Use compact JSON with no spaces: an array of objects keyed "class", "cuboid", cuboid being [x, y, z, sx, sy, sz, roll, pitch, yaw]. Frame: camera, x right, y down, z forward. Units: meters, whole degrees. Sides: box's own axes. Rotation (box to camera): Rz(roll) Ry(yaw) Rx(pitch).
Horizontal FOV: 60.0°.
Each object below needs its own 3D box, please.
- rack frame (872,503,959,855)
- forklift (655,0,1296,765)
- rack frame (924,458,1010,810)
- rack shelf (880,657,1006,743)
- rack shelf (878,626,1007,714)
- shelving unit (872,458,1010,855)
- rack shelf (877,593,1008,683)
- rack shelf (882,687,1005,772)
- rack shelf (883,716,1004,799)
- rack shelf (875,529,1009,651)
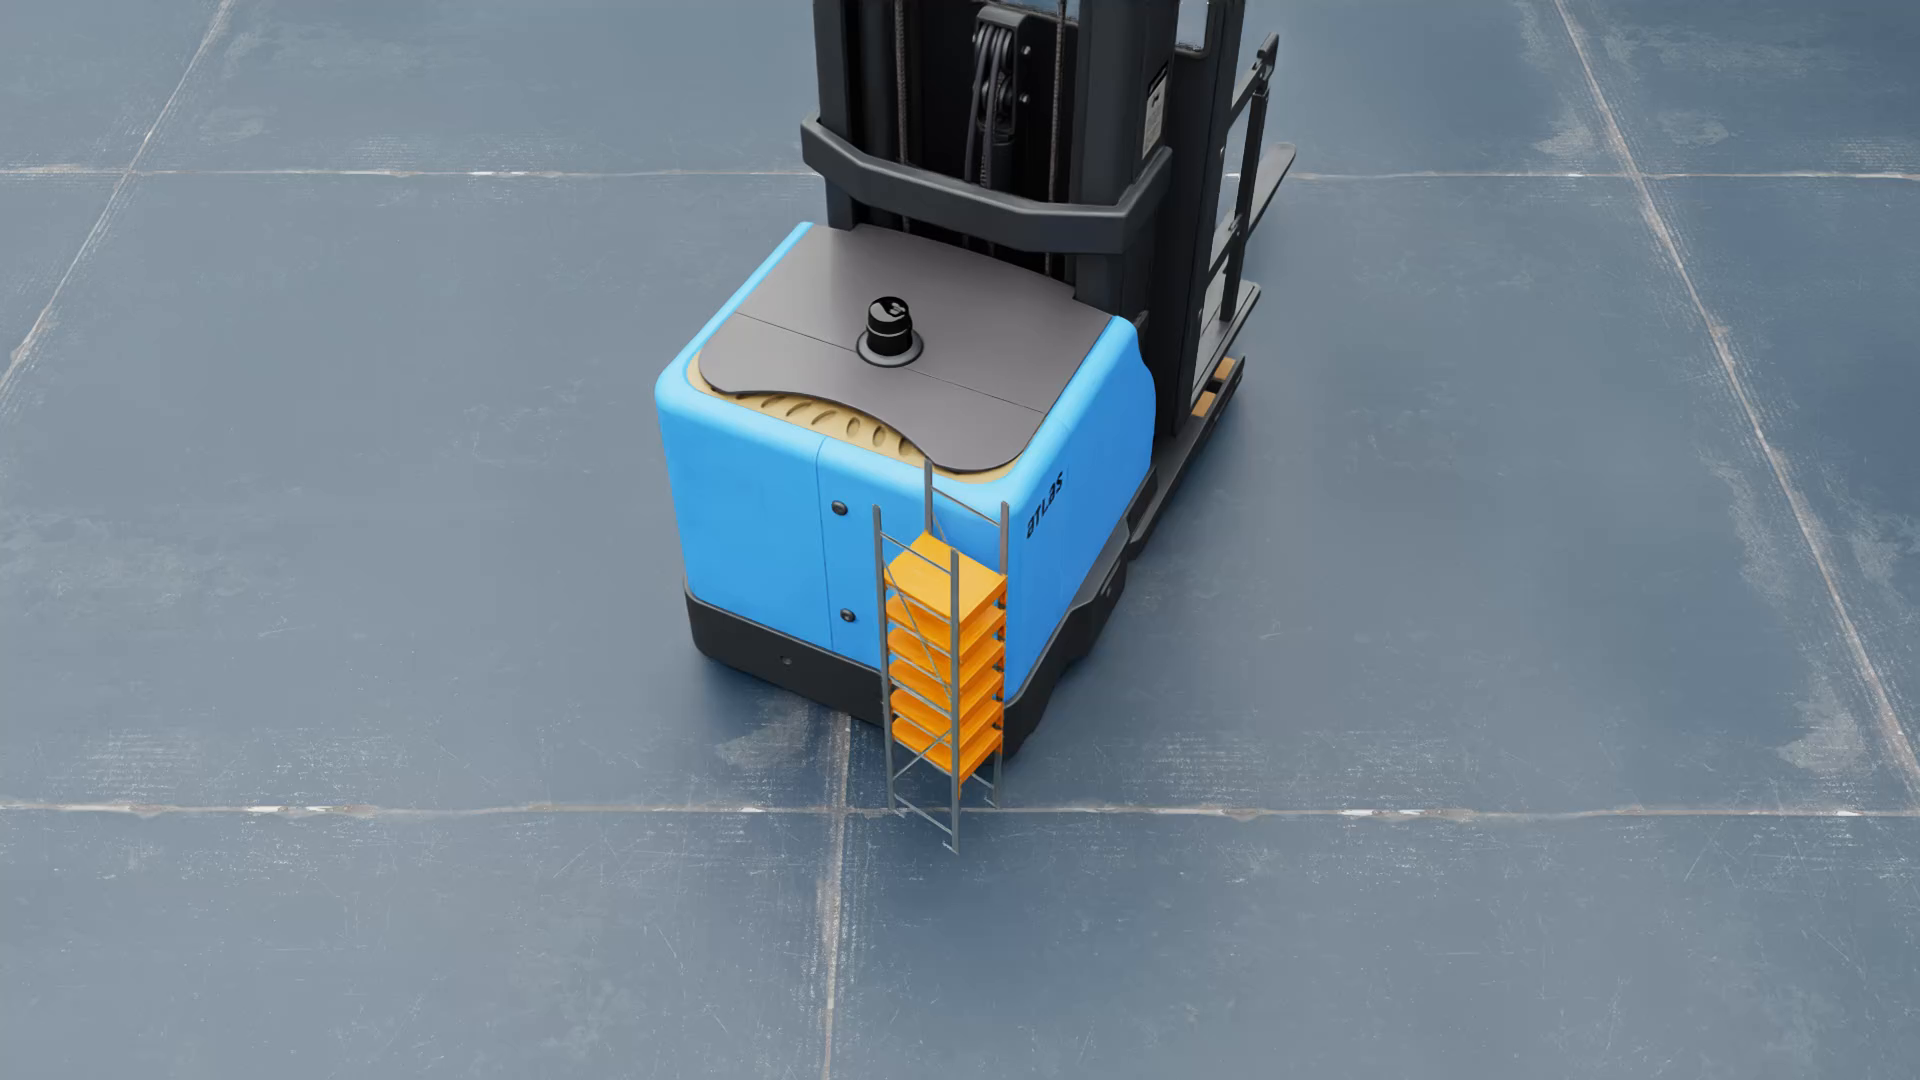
[{"class":"rack frame","cuboid":[-0.098,0.382,4.074,0.240,1.200,0.006,30,54,25]},{"class":"forklift","cuboid":[0.315,-1.469,4.615,1.130,2.935,3.031,20,50,17]},{"class":"rack frame","cuboid":[0.014,0.277,4.173,0.240,1.200,0.006,30,54,25]},{"class":"rack shelf","cuboid":[-0.042,0.360,4.156,0.258,0.103,0.180,30,54,25]},{"class":"rack shelf","cuboid":[-0.042,0.278,4.068,0.258,0.103,0.180,30,54,25]},{"class":"shelving unit","cuboid":[-0.042,0.330,4.124,0.258,1.200,0.189,30,54,25]},{"class":"rack shelf","cuboid":[-0.042,0.196,3.980,0.258,0.103,0.180,30,54,25]},{"class":"rack shelf","cuboid":[-0.042,0.442,4.244,0.258,0.103,0.180,30,54,25]},{"class":"rack shelf","cuboid":[-0.042,0.523,4.332,0.258,0.103,0.180,30,54,25]},{"class":"rack shelf","cuboid":[-0.042,0.115,3.893,0.258,0.103,0.180,30,54,25]}]
